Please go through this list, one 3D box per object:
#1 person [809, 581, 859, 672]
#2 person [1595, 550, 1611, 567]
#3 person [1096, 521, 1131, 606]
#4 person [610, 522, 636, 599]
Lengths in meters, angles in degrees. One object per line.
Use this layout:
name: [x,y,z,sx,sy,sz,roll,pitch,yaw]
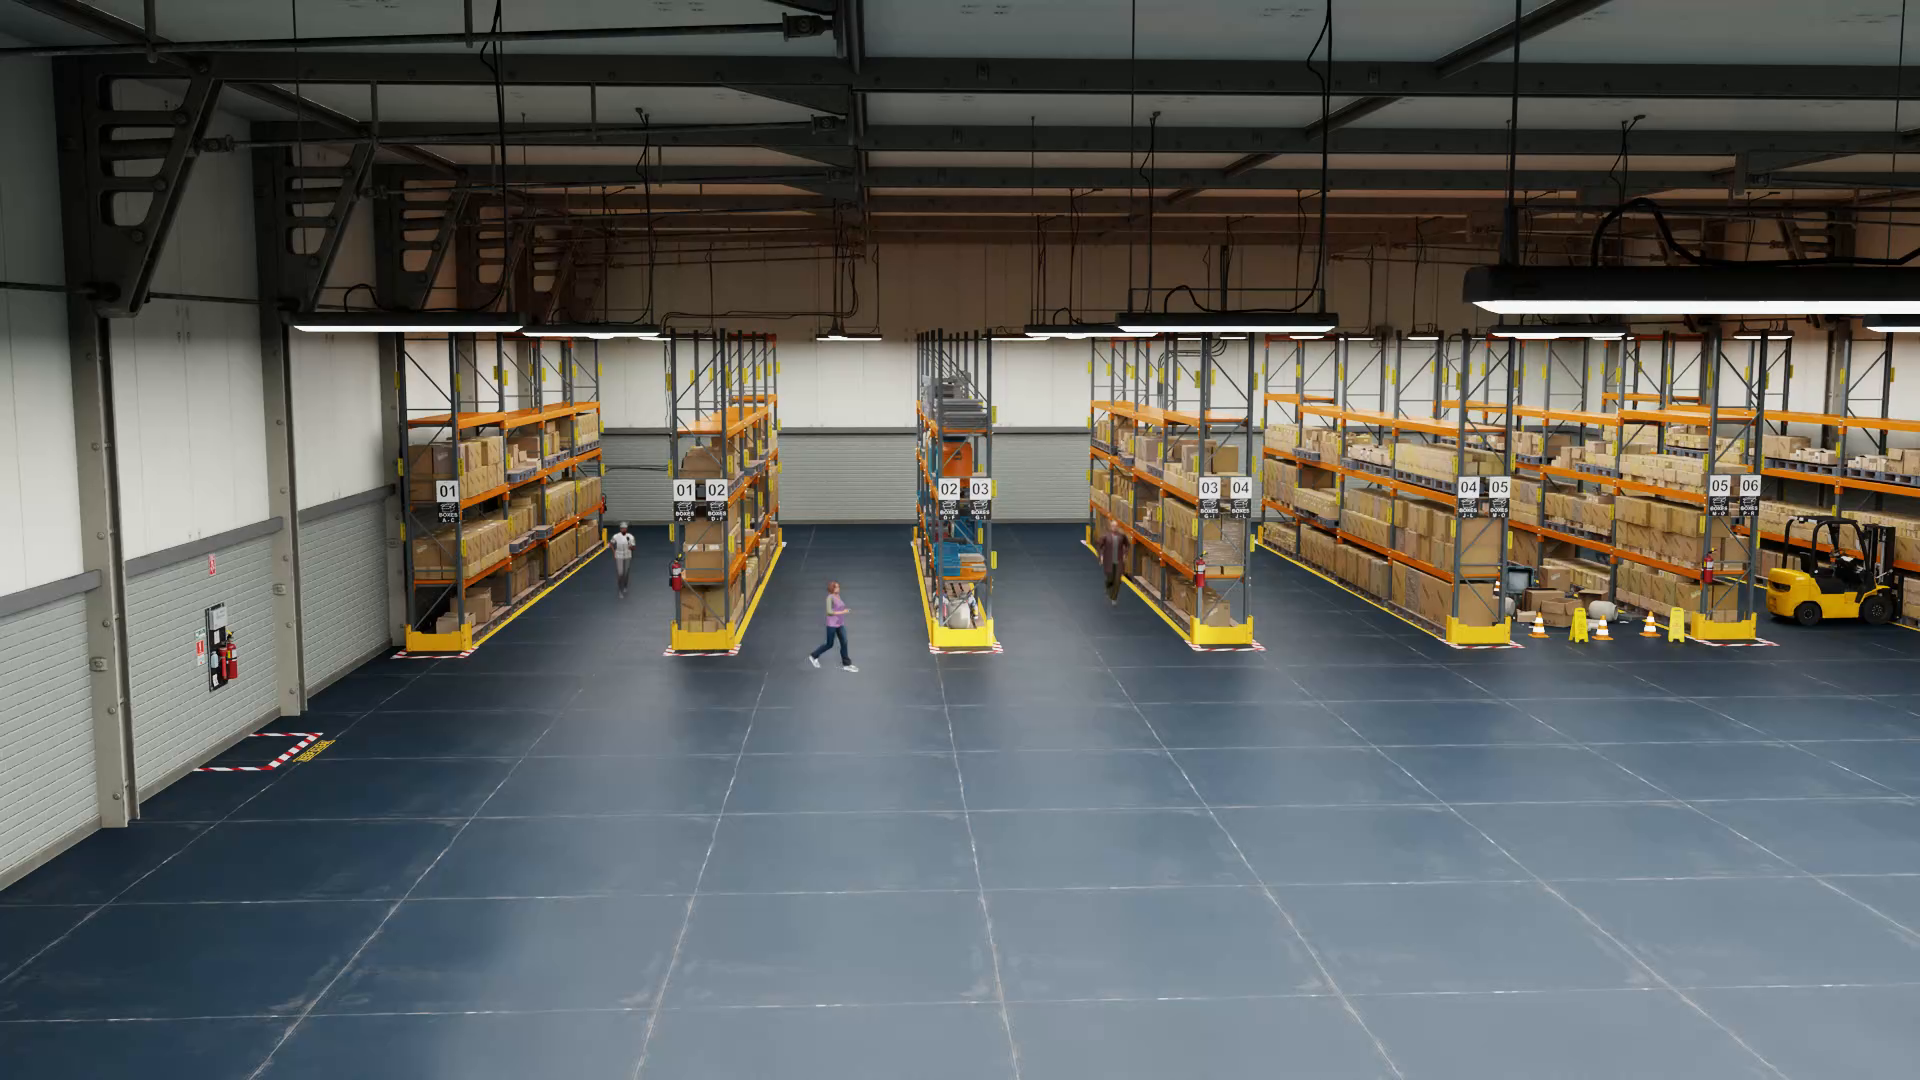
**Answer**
person: [-2.196,1.498,29.002,0.897,1.579,0.539,3,7,25]
person: [15.852,0.035,40.995,0.691,1.722,0.590,-1,7,-10]
person: [3.226,0.478,34.914,0.724,1.770,0.653,0,7,-4]
person: [-7.624,0.452,37.713,0.558,1.760,0.774,-2,7,-19]
